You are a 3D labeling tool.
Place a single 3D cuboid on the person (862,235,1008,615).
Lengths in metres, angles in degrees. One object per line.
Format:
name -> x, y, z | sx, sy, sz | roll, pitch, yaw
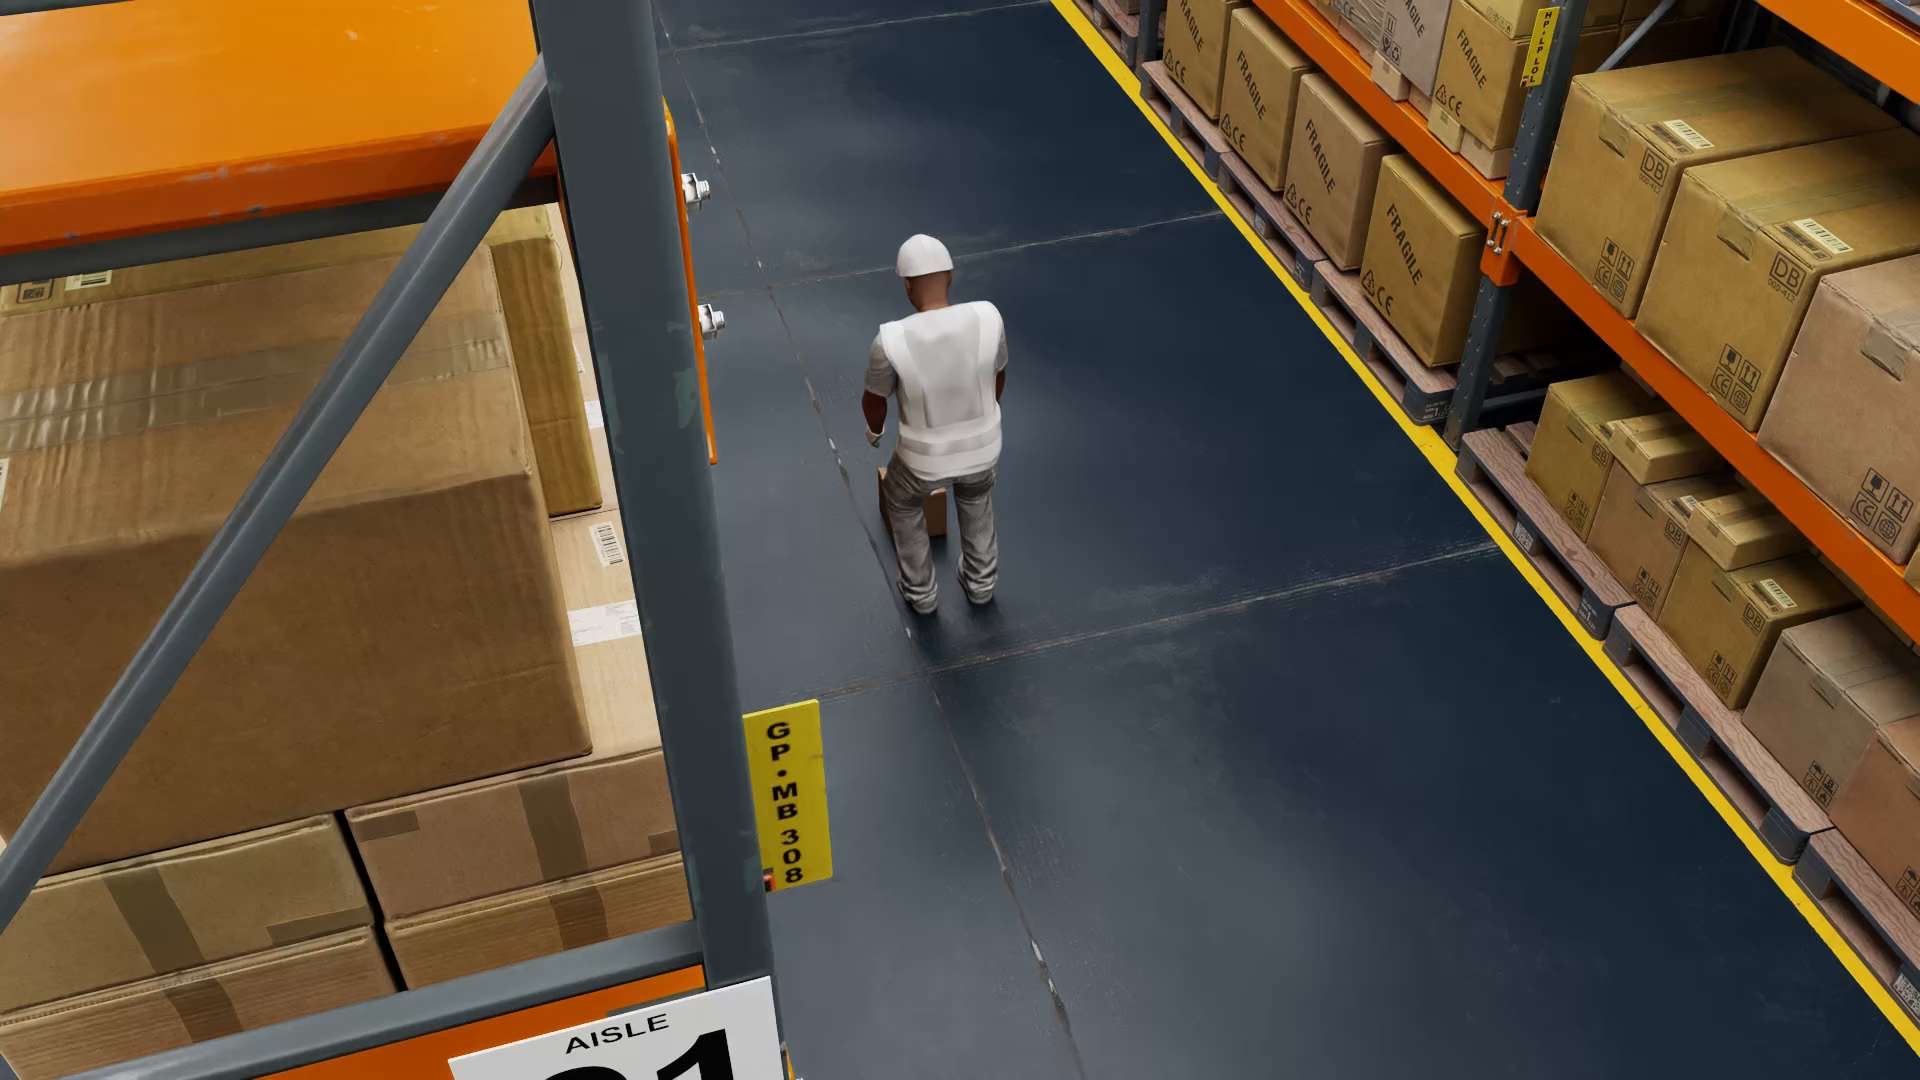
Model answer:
person -> -0.098, -0.413, 6.674 | 0.584, 1.695, 0.517 | -11, 43, -12
